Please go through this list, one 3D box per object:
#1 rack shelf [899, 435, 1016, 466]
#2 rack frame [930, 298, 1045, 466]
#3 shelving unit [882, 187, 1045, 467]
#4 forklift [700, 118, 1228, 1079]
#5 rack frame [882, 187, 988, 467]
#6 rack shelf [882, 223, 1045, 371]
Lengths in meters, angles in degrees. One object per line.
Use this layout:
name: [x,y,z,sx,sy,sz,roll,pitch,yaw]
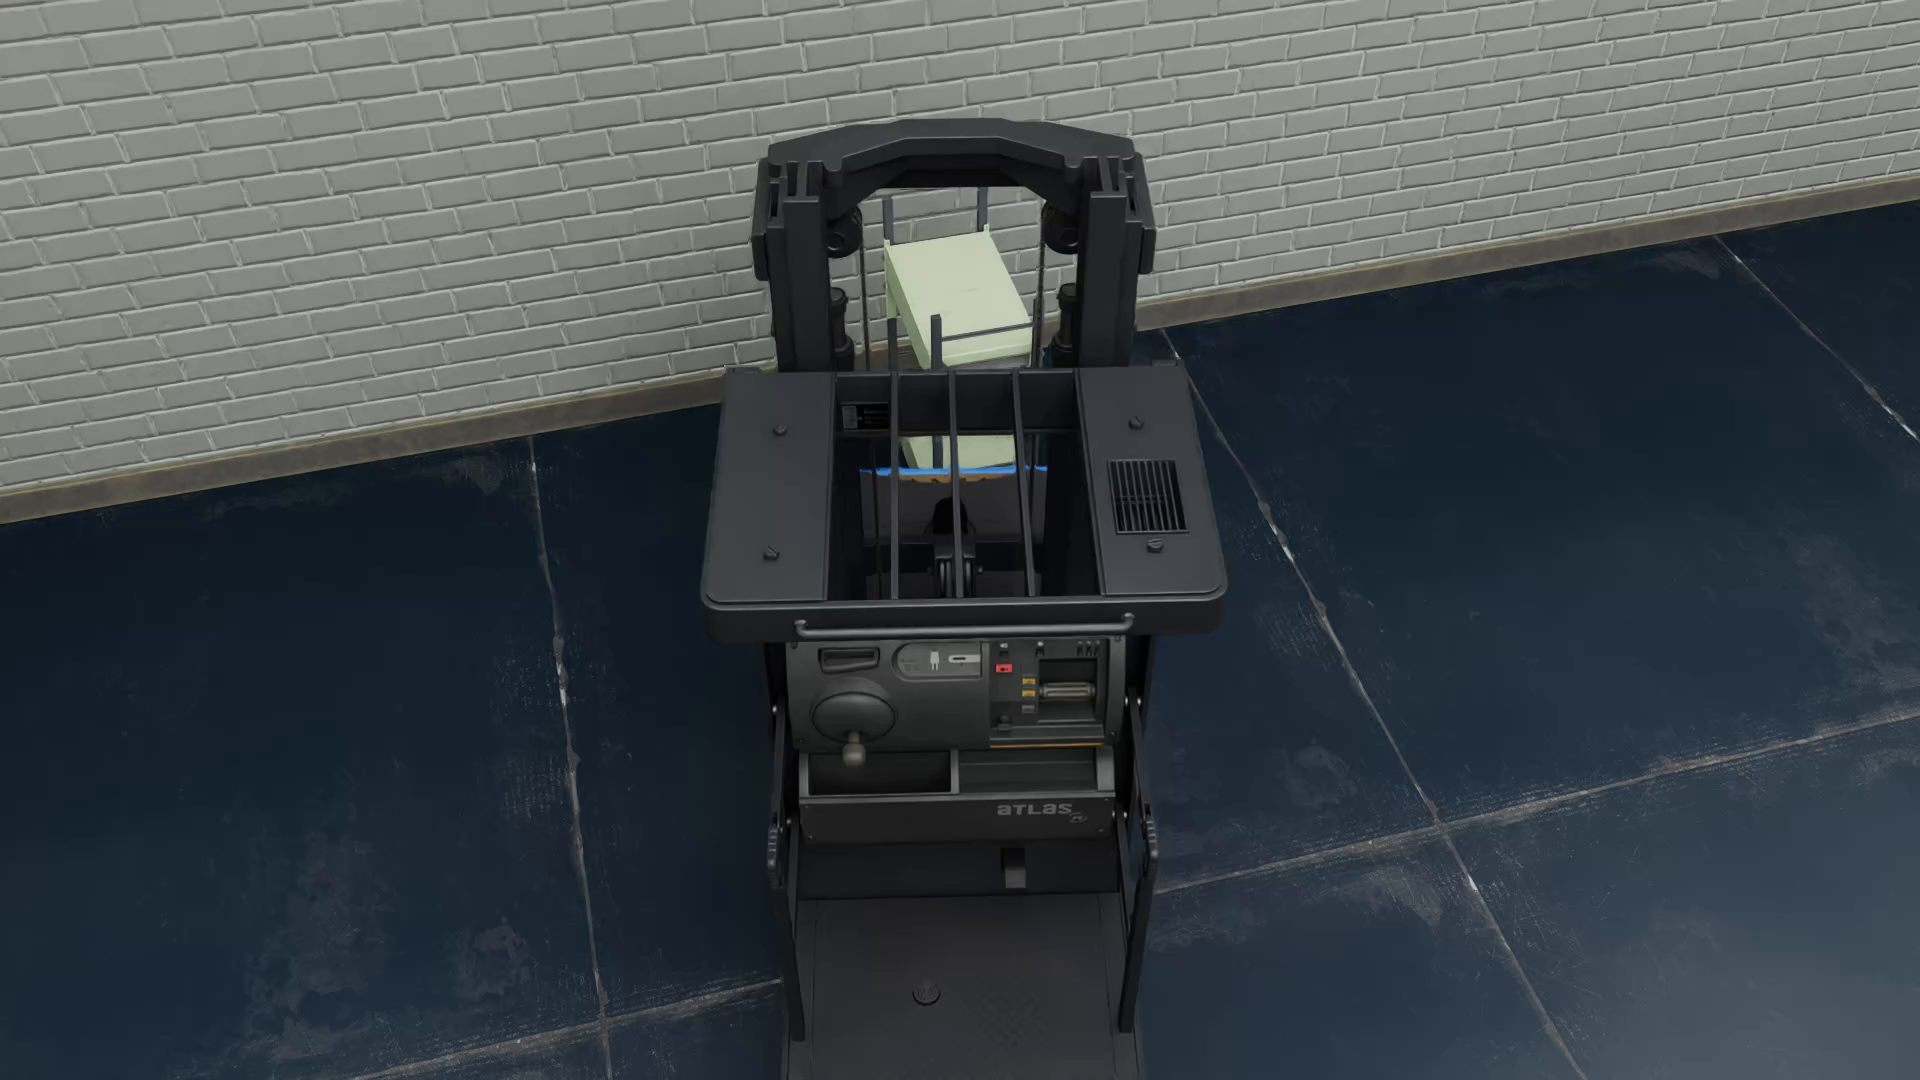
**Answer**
rack shelf: [0.002,-0.292,6.693,0.431,0.370,0.720,-11,47,-10]
rack frame: [0.095,-0.268,6.213,0.400,1.500,0.023,-11,47,-10]
shelving unit: [0.002,-0.520,6.461,0.431,1.500,0.755,-11,47,-10]
forklift: [-0.002,0.520,4.439,1.130,2.935,3.031,-1,46,-1]
rack frame: [-0.092,-0.773,6.708,0.400,1.500,0.023,-11,47,-10]
rack shelf: [0.002,-0.793,6.182,0.431,0.370,0.720,-11,47,-10]
